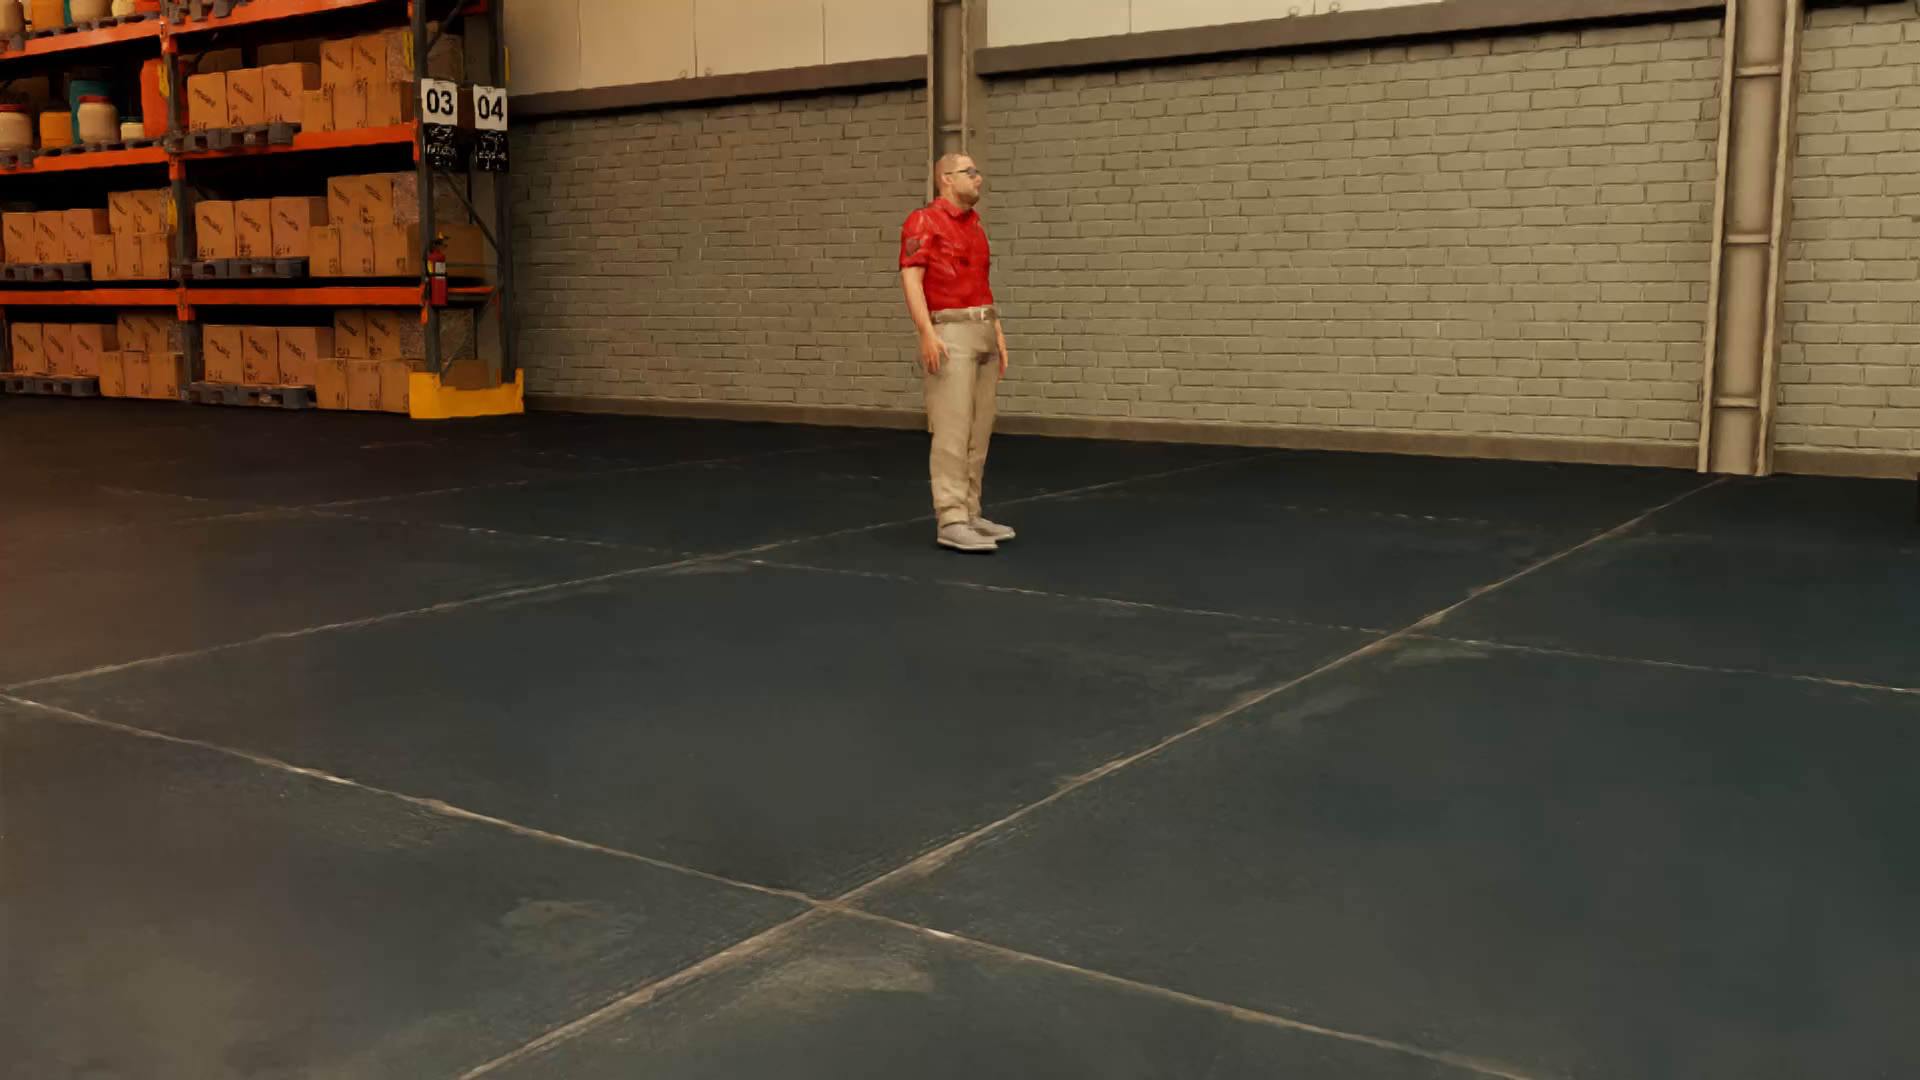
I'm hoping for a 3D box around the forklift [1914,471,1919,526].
[{"bbox_3d":[5.626,-1.321,6.480,1.130,2.935,3.031,-6,10,-36],"label":"forklift"}]

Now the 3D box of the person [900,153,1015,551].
[{"bbox_3d":[0.068,-0.854,7.421,0.550,1.726,0.640,5,10,34],"label":"person"}]
